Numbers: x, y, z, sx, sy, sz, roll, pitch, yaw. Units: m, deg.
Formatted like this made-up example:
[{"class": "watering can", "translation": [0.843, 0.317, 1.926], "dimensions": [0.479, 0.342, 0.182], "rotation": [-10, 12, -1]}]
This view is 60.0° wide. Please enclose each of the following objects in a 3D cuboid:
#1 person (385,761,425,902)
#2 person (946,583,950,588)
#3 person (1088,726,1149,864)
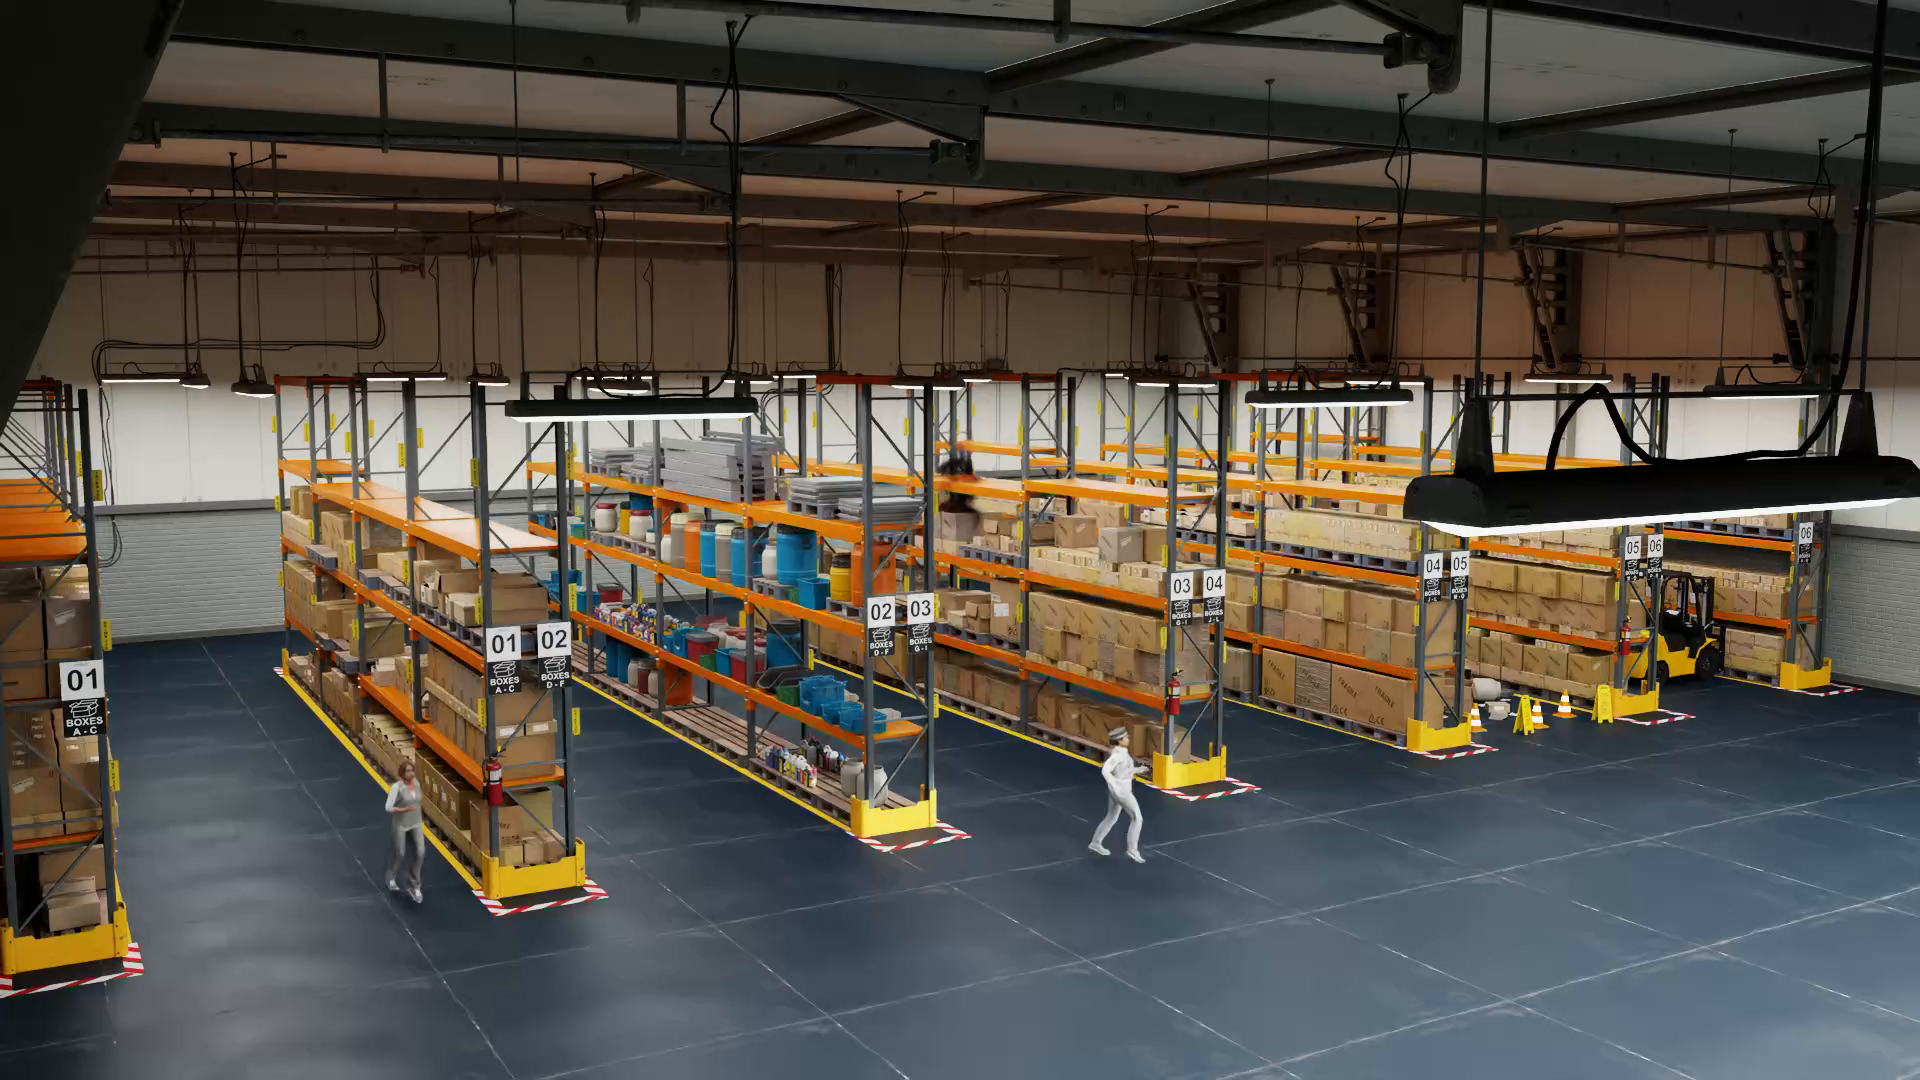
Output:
[{"class": "person", "translation": [-6.515, 3.406, 19.548], "dimensions": [0.698, 1.644, 0.535], "rotation": [6, 8, 43]}, {"class": "person", "translation": [-0.201, 1.694, 34.873], "dimensions": [0.556, 1.628, 0.687], "rotation": [-4, 8, -34]}, {"class": "person", "translation": [2.011, 3.205, 20.925], "dimensions": [0.743, 1.752, 0.582], "rotation": [0, 6, -3]}]
